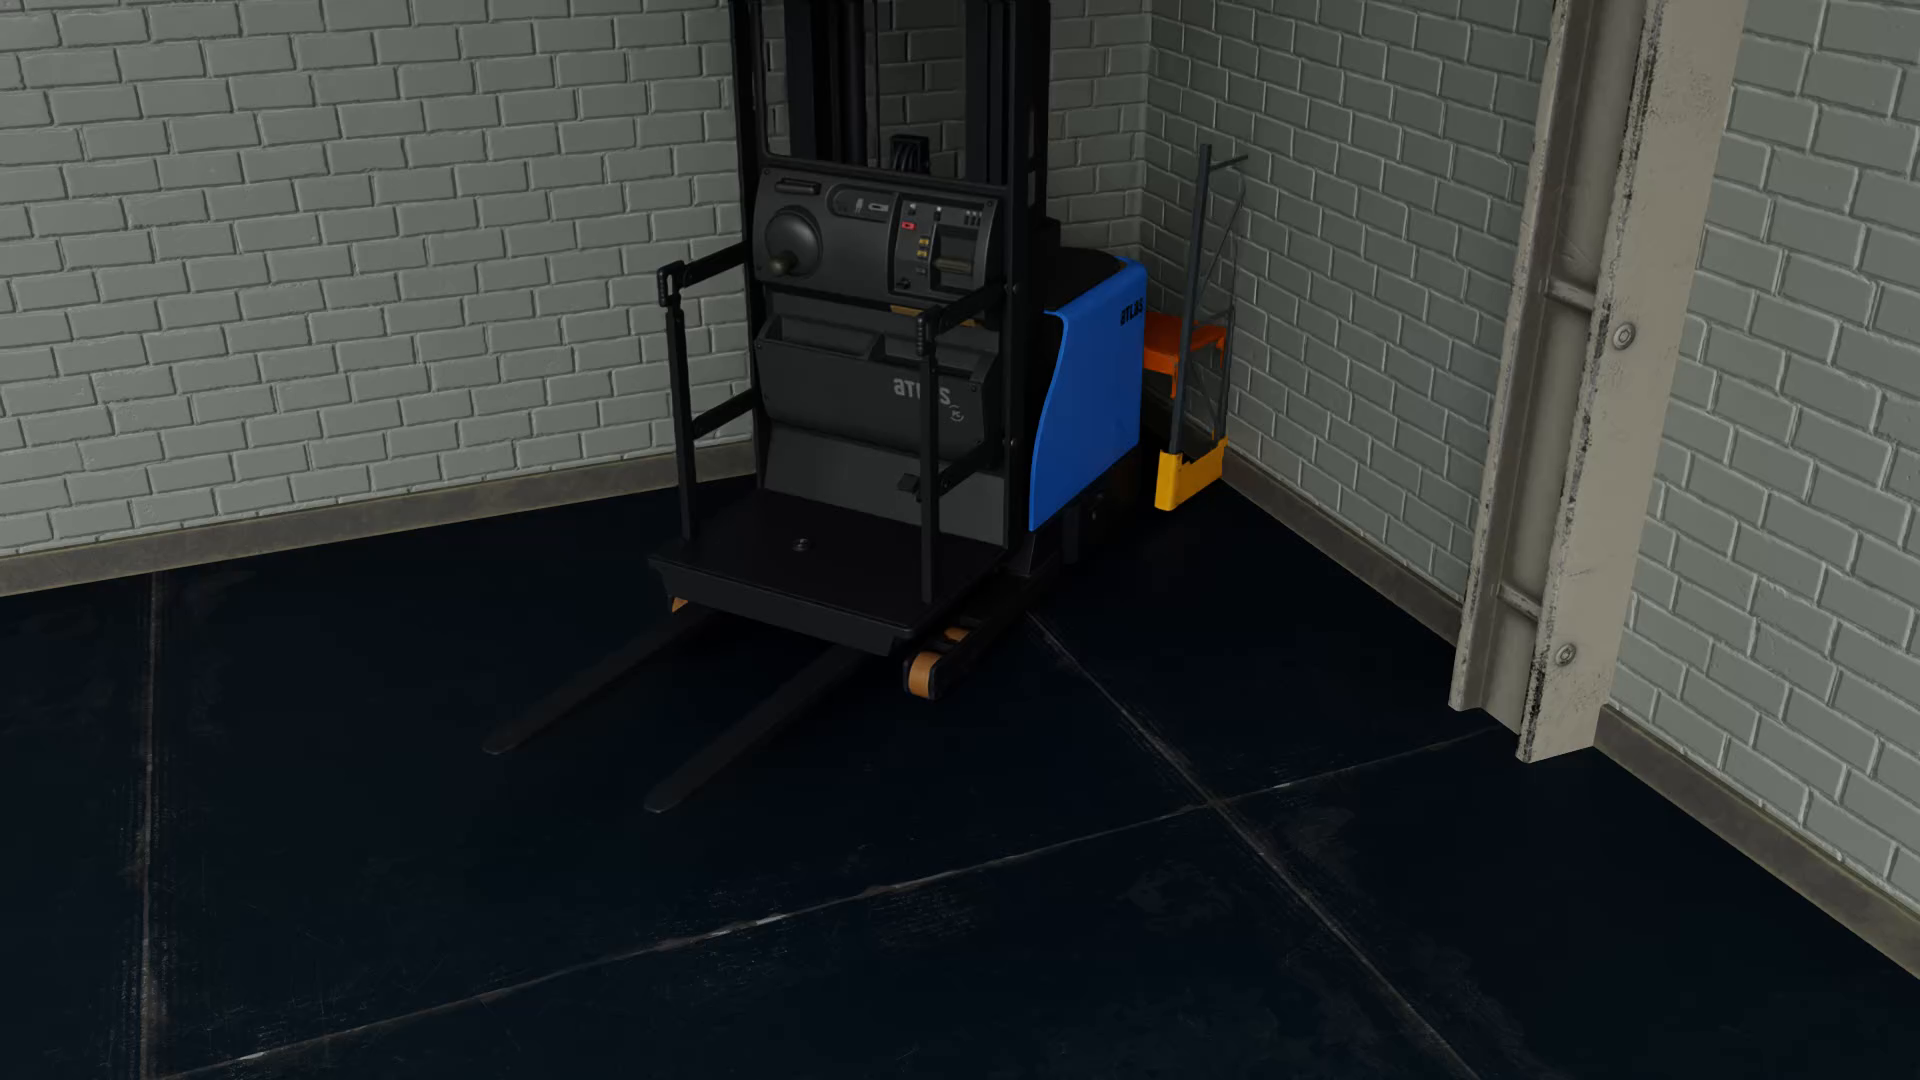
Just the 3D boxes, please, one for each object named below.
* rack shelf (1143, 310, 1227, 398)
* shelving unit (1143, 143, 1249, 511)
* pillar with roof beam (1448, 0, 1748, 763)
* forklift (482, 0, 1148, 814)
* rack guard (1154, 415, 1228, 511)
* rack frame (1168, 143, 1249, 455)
[{"bbox_3d":[0.603,-0.875,7.163,1.000,0.185,0.538,18,28,29],"label":"rack shelf"},{"bbox_3d":[0.618,-1.036,7.084,1.083,1.500,0.587,18,28,29],"label":"shelving unit"},{"bbox_3d":[-2.097,-2.699,2.021,9.100,9.000,0.400,-11,28,-21],"label":"pillar with roof beam"},{"bbox_3d":[-0.400,-1.002,5.461,1.130,2.935,3.031,14,29,26],"label":"forklift"},{"bbox_3d":[1.005,-0.337,7.101,0.087,0.250,0.587,18,28,29],"label":"rack guard"},{"bbox_3d":[1.034,-0.904,6.840,0.032,1.500,0.500,18,28,29],"label":"rack frame"}]
